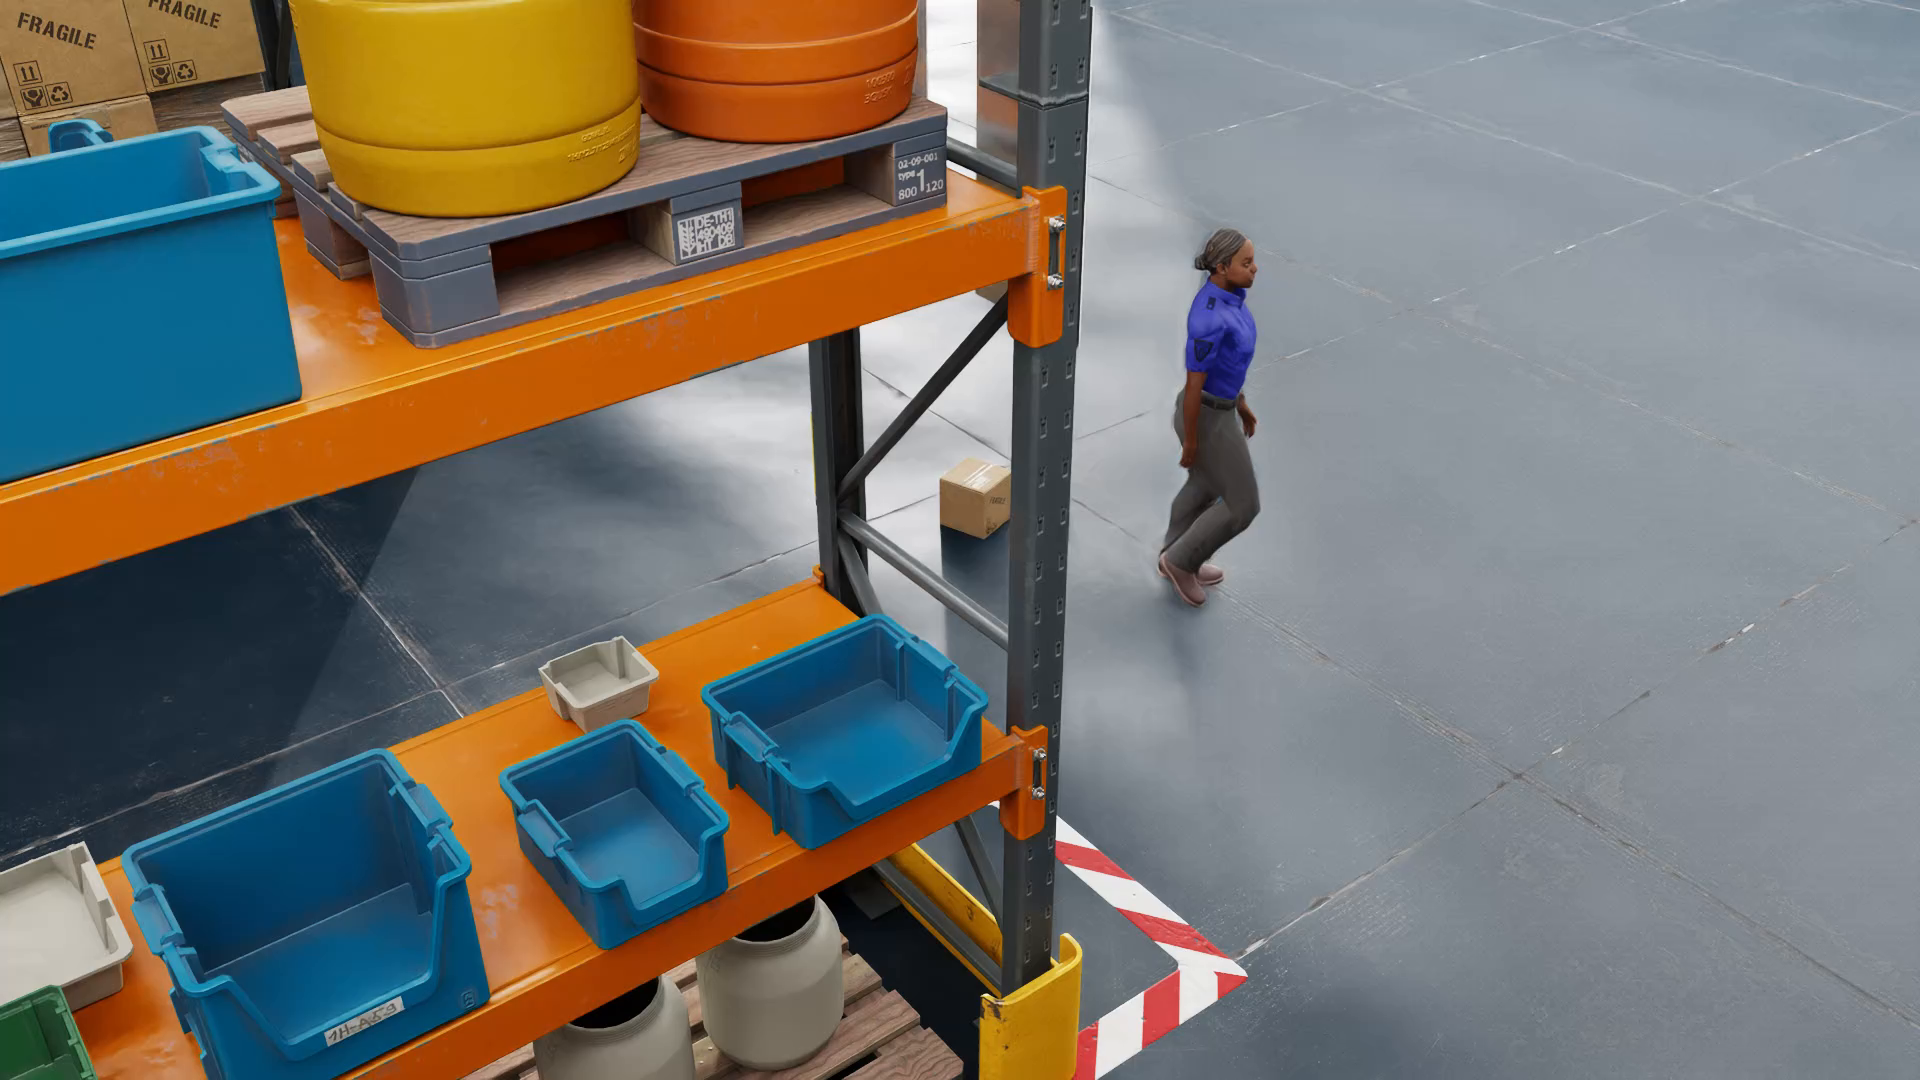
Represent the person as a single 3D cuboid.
[{"bbox_3d":[1.074,-0.486,6.888,0.422,1.678,0.452,7,33,11],"label":"person"}]
